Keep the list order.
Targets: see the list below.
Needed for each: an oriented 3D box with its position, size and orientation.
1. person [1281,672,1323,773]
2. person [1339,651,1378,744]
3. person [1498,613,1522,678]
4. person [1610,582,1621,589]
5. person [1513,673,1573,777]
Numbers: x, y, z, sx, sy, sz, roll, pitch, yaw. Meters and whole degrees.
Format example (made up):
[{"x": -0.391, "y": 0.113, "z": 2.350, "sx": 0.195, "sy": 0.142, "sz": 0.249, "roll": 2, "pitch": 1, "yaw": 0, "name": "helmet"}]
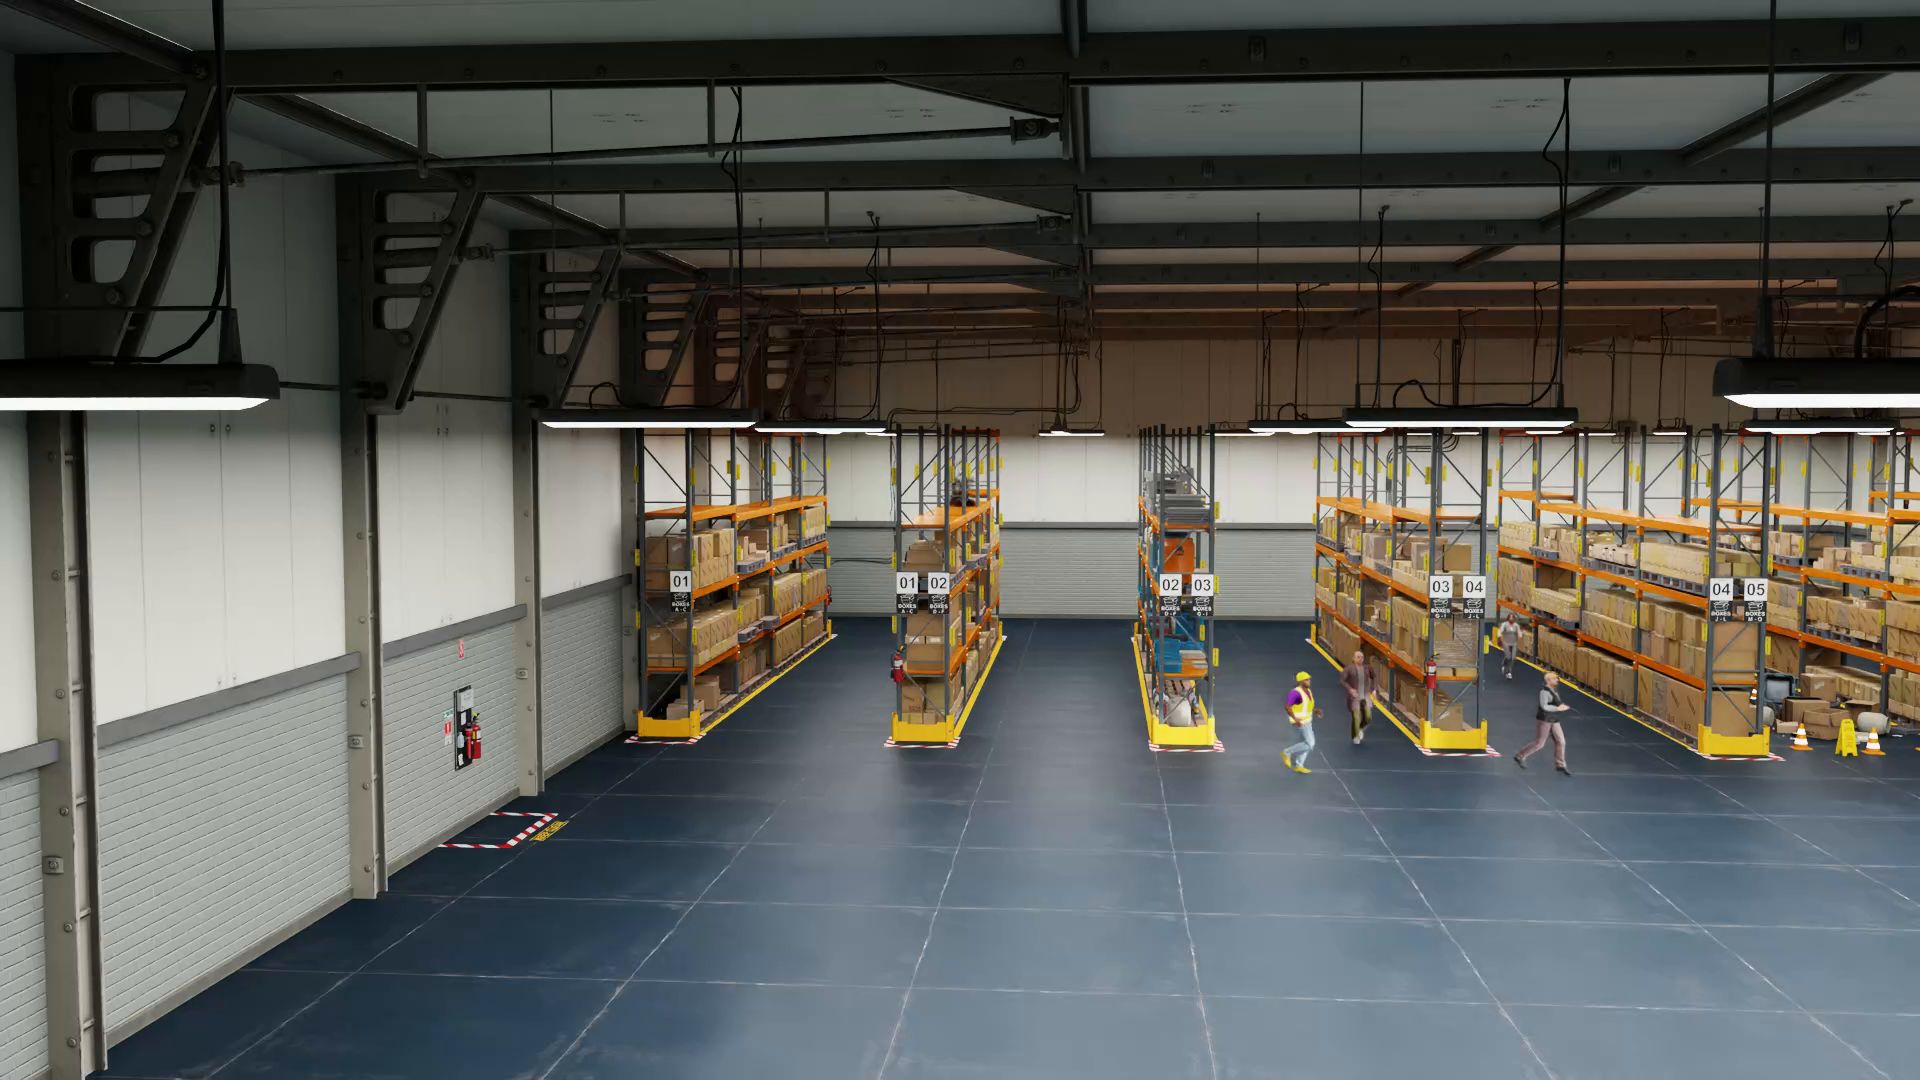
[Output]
[{"x": 5.883, "y": 3.123, "z": 28.565, "sx": 0.618, "sy": 1.731, "sz": 0.687, "roll": 2, "pitch": 4, "yaw": 34, "name": "person"}, {"x": 7.485, "y": 2.953, "z": 31.172, "sx": 0.760, "sy": 1.733, "sz": 0.642, "roll": 0, "pitch": 3, "yaw": -6, "name": "person"}, {"x": 13.190, "y": 2.523, "z": 39.837, "sx": 0.551, "sy": 1.570, "sz": 0.536, "roll": 0, "pitch": 3, "yaw": 3, "name": "person"}, {"x": 18.650, "y": 1.972, "z": 47.285, "sx": 0.748, "sy": 1.803, "sz": 0.687, "roll": 0, "pitch": 4, "yaw": 8, "name": "person"}, {"x": 9.988, "y": 3.134, "z": 28.394, "sx": 0.953, "sy": 1.751, "sz": 0.666, "roll": 3, "pitch": 5, "yaw": 40, "name": "person"}]
